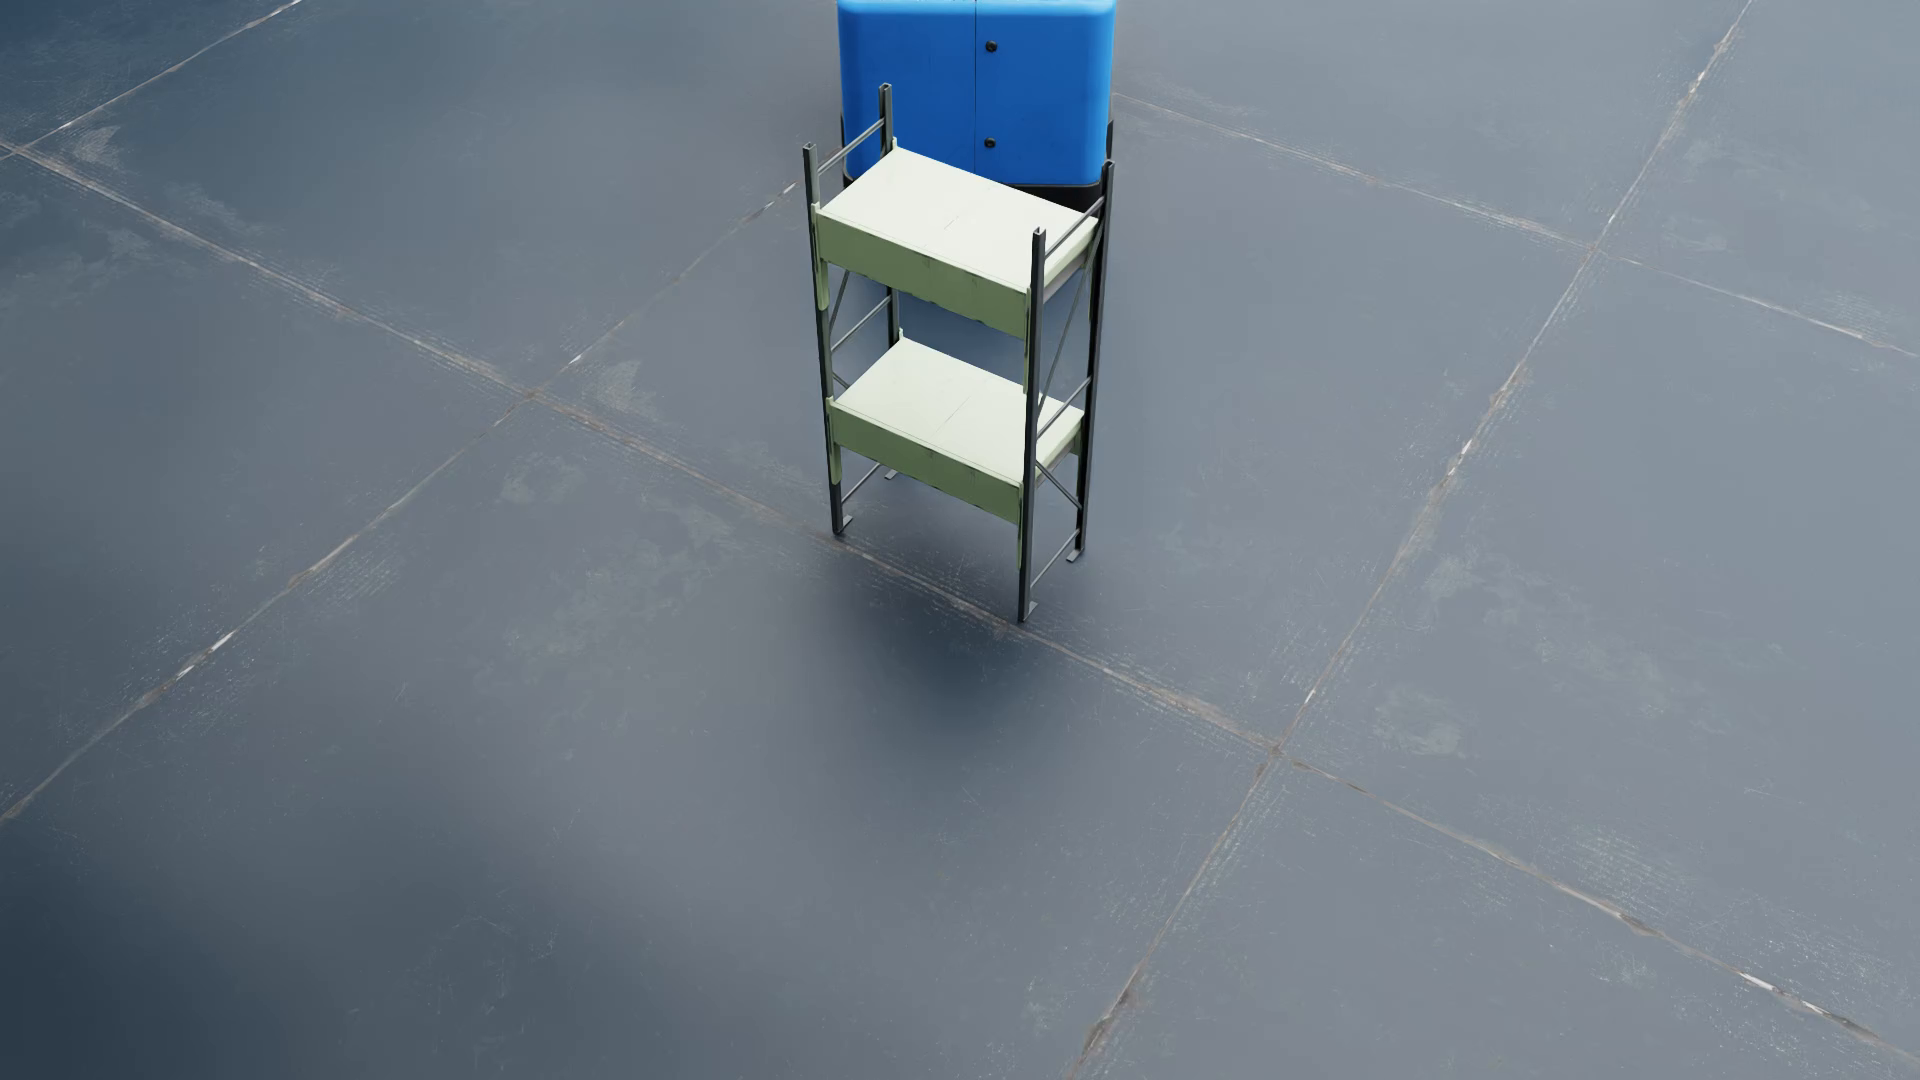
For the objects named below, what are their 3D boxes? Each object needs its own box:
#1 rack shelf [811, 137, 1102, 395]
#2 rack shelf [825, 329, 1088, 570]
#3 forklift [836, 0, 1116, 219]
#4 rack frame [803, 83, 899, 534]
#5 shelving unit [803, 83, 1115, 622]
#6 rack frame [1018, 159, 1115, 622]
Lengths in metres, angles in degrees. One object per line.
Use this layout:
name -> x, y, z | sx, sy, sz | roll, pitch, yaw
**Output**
rack shelf -> -0.006, -0.797, 4.778 | 0.720, 0.370, 0.431 | 25, 51, 22
rack shelf -> -0.006, -0.298, 5.292 | 0.720, 0.370, 0.431 | 25, 51, 22
forklift -> 0.095, -3.277, 6.734 | 1.130, 2.935, 3.031 | 1, 46, 1
rack frame -> -0.314, -0.667, 5.196 | 0.023, 1.500, 0.400 | 25, 51, 22
shelving unit -> -0.006, -0.525, 5.058 | 0.755, 1.500, 0.431 | 25, 51, 22
rack frame -> 0.302, -0.384, 4.920 | 0.023, 1.500, 0.400 | 25, 51, 22
